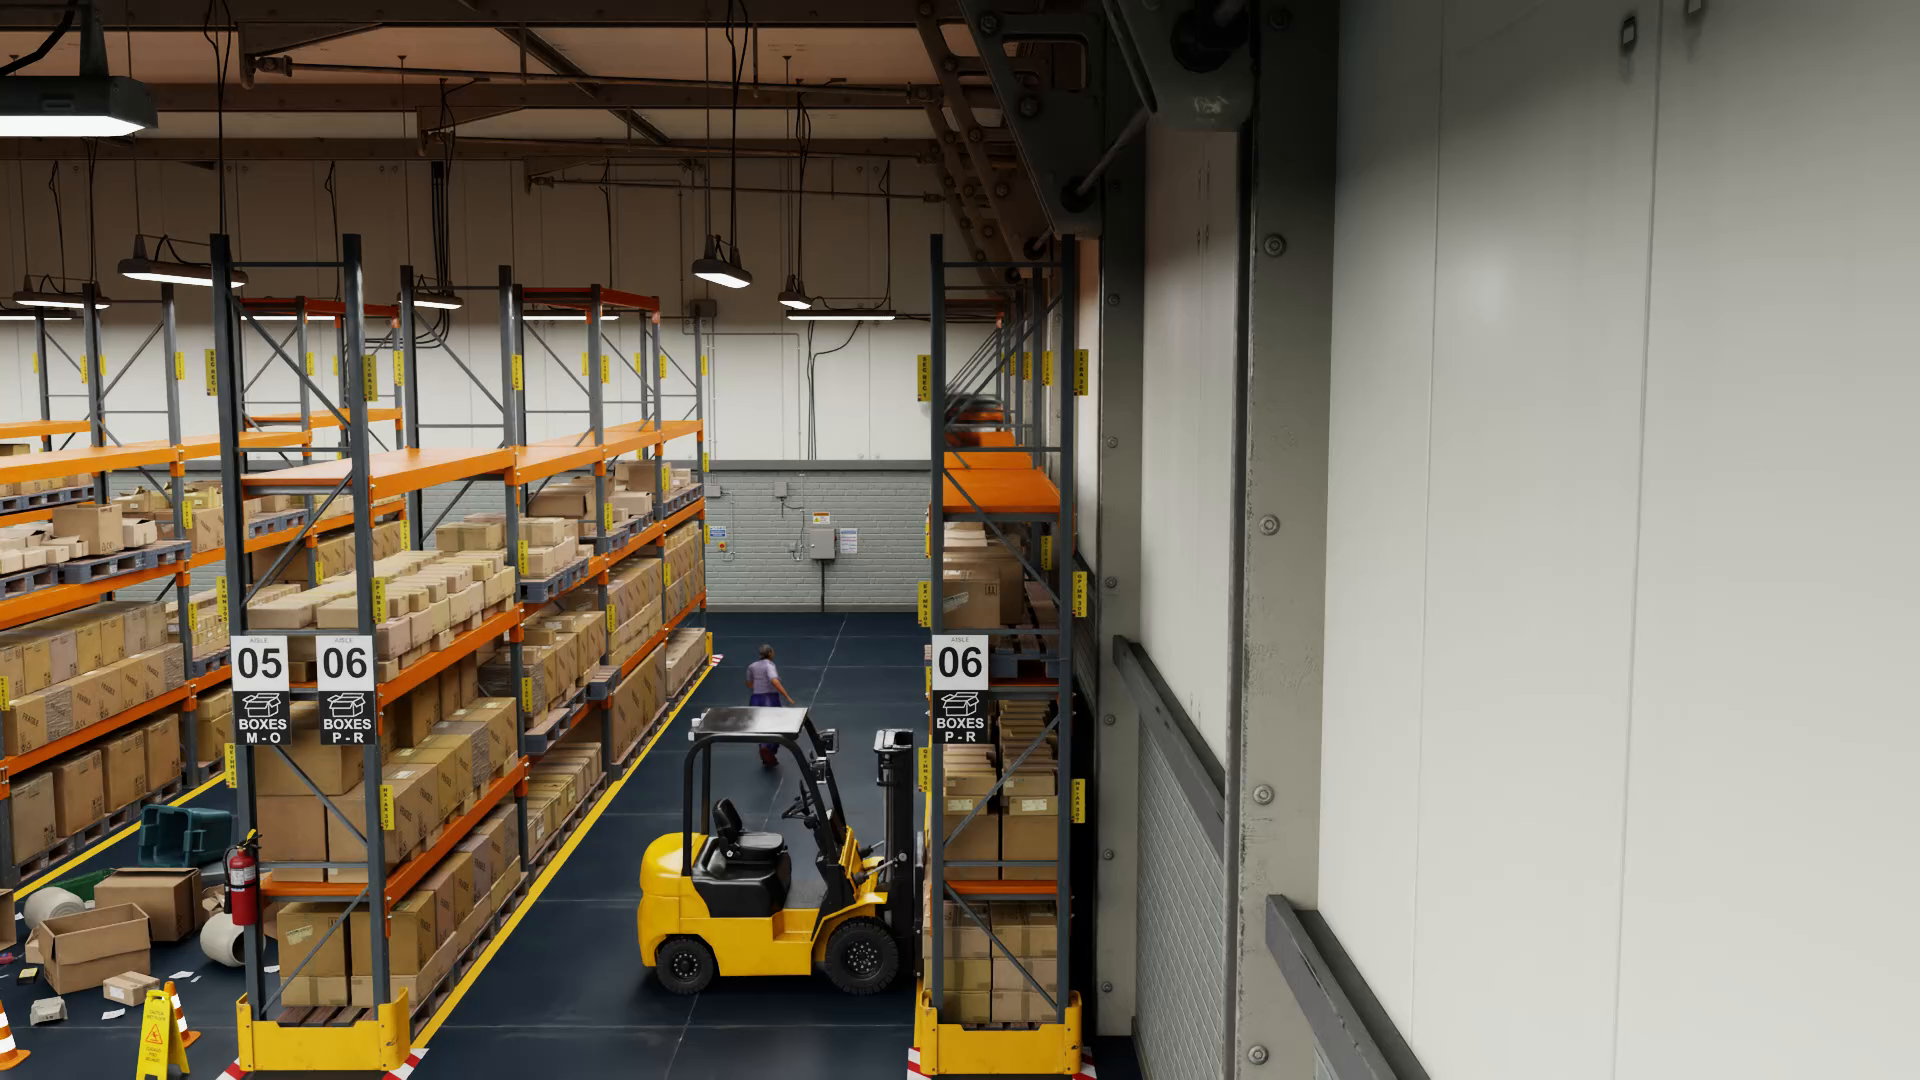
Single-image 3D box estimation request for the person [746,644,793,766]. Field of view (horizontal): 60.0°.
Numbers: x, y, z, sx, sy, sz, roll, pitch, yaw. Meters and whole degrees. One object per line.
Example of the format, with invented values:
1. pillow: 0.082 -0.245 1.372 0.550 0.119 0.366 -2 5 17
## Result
1. person: -2.445 2.106 20.996 0.708 1.572 0.530 3 7 24
